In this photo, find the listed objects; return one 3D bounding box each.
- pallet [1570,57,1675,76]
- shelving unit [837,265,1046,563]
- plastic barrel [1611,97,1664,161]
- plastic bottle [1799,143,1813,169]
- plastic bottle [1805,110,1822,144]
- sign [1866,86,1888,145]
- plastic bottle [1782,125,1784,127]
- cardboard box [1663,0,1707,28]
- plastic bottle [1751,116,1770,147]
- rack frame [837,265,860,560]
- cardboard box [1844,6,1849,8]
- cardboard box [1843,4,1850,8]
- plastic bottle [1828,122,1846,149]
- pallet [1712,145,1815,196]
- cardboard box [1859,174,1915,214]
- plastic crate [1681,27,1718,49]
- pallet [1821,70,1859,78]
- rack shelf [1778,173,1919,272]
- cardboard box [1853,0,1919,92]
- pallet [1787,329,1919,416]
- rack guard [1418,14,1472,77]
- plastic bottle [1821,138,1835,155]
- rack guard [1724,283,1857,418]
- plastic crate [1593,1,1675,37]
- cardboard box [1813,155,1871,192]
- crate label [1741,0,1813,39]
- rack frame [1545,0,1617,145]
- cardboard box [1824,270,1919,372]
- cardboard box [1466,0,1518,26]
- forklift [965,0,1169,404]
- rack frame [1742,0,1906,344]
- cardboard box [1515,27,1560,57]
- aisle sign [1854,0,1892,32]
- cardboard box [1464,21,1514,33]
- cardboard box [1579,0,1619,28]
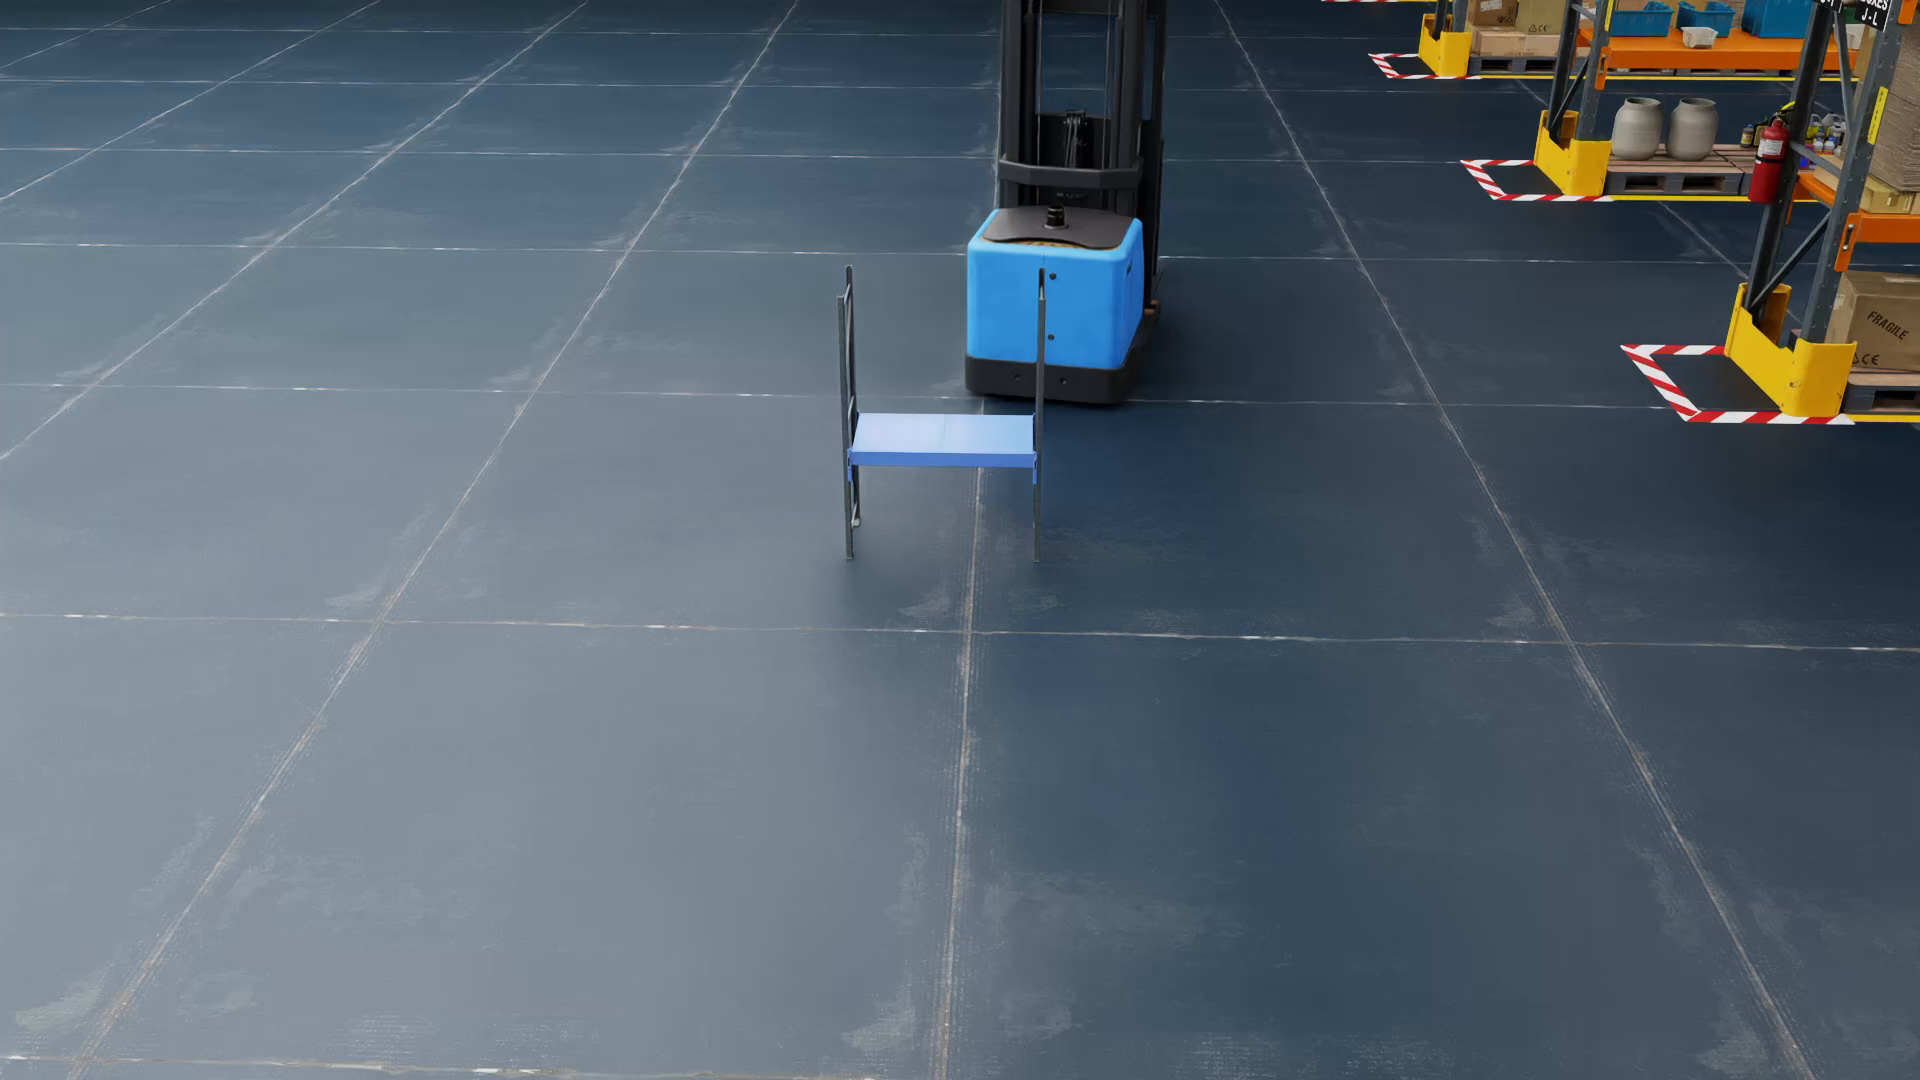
[{"bbox_3d":[7.803,-5.784,19.936,1.213,0.211,1.003,1,28,2],"label":"pallet"},{"bbox_3d":[-0.085,-0.664,8.901,1.048,1.500,0.538,1,28,2],"label":"shelving unit"},{"bbox_3d":[6.303,-3.824,15.468,0.421,0.512,0.421,0,28,0],"label":"plastic barrel"},{"bbox_3d":[7.669,-3.518,15.115,0.133,0.283,0.061,1,28,3],"label":"plastic bottle"},{"bbox_3d":[8.049,-3.891,15.746,0.185,0.351,0.144,2,28,4],"label":"plastic bottle"},{"bbox_3d":[5.449,-2.523,9.882,0.005,0.325,0.100,1,28,2],"label":"sign"},{"bbox_3d":[7.741,-3.815,15.674,0.133,0.283,0.061,1,28,2],"label":"plastic bottle"},{"bbox_3d":[8.348,-6.192,19.415,0.500,0.500,0.500,1,28,2],"label":"cardboard box"},{"bbox_3d":[7.611,-3.888,15.812,0.133,0.283,0.061,2,28,3],"label":"plastic bottle"},{"bbox_3d":[-0.593,-0.672,8.917,0.032,1.500,0.500,1,28,2],"label":"rack frame"},{"bbox_3d":[10.223,-6.060,19.367,0.500,0.311,0.500,1,28,2],"label":"cardboard box"},{"bbox_3d":[10.233,-6.311,19.841,0.500,0.311,0.500,1,28,2],"label":"cardboard box"},{"bbox_3d":[8.254,-3.785,15.626,0.135,0.276,0.152,1,28,2],"label":"plastic bottle"},{"bbox_3d":[7.748,-3.464,15.559,1.213,0.211,1.003,1,28,2],"label":"pallet"},{"bbox_3d":[5.744,-2.167,10.403,0.250,0.149,0.380,1,28,2],"label":"cardboard box"},{"bbox_3d":[6.525,-4.430,14.687,0.250,0.136,0.298,1,28,2],"label":"plastic crate"},{"bbox_3d":[10.556,-5.739,19.850,1.213,0.211,1.003,1,28,2],"label":"pallet"},{"bbox_3d":[7.466,-2.043,10.670,4.000,0.370,1.077,1,28,2],"label":"rack shelf"},{"bbox_3d":[6.026,-3.118,10.437,0.500,0.500,0.500,1,28,2],"label":"cardboard box"},{"bbox_3d":[6.354,-1.131,11.158,1.213,0.211,1.003,1,28,2],"label":"pallet"},{"bbox_3d":[5.797,-5.927,19.897,0.348,0.500,1.175,1,28,2],"label":"rack guard"},{"bbox_3d":[7.886,-3.518,15.127,0.097,0.271,0.097,0,28,0],"label":"plastic bottle"},{"bbox_3d":[5.544,-1.288,11.147,0.348,0.500,1.175,1,28,2],"label":"rack guard"},{"bbox_3d":[6.153,-4.778,15.220,0.616,0.251,0.499,1,28,2],"label":"plastic crate"},{"bbox_3d":[5.760,-2.375,10.796,0.250,0.149,0.380,1,28,2],"label":"cardboard box"},{"bbox_3d":[7.491,-4.824,15.110,0.616,0.435,0.502,1,28,2],"label":"crate label"},{"bbox_3d":[5.643,-4.712,14.937,0.127,3.000,1.000,1,28,2],"label":"rack frame"},{"bbox_3d":[6.091,-1.457,11.016,0.500,0.500,0.500,6,29,11],"label":"cardboard box"},{"bbox_3d":[6.367,-6.463,19.926,0.500,0.500,0.500,1,28,2],"label":"cardboard box"},{"bbox_3d":[0.872,-2.845,11.487,1.130,2.935,3.031,6,29,12],"label":"forklift"},{"bbox_3d":[5.468,-2.394,10.563,0.127,3.000,1.000,1,28,2],"label":"rack frame"},{"bbox_3d":[6.849,-5.882,19.631,0.500,0.250,0.500,1,28,2],"label":"cardboard box"},{"bbox_3d":[5.395,-3.403,9.692,0.004,0.787,0.394,1,28,2],"label":"aisle sign"},{"bbox_3d":[6.367,-6.131,20.100,0.500,0.250,0.500,1,28,2],"label":"cardboard box"},{"bbox_3d":[7.349,-6.210,19.449,0.500,0.500,0.500,1,28,2],"label":"cardboard box"}]
